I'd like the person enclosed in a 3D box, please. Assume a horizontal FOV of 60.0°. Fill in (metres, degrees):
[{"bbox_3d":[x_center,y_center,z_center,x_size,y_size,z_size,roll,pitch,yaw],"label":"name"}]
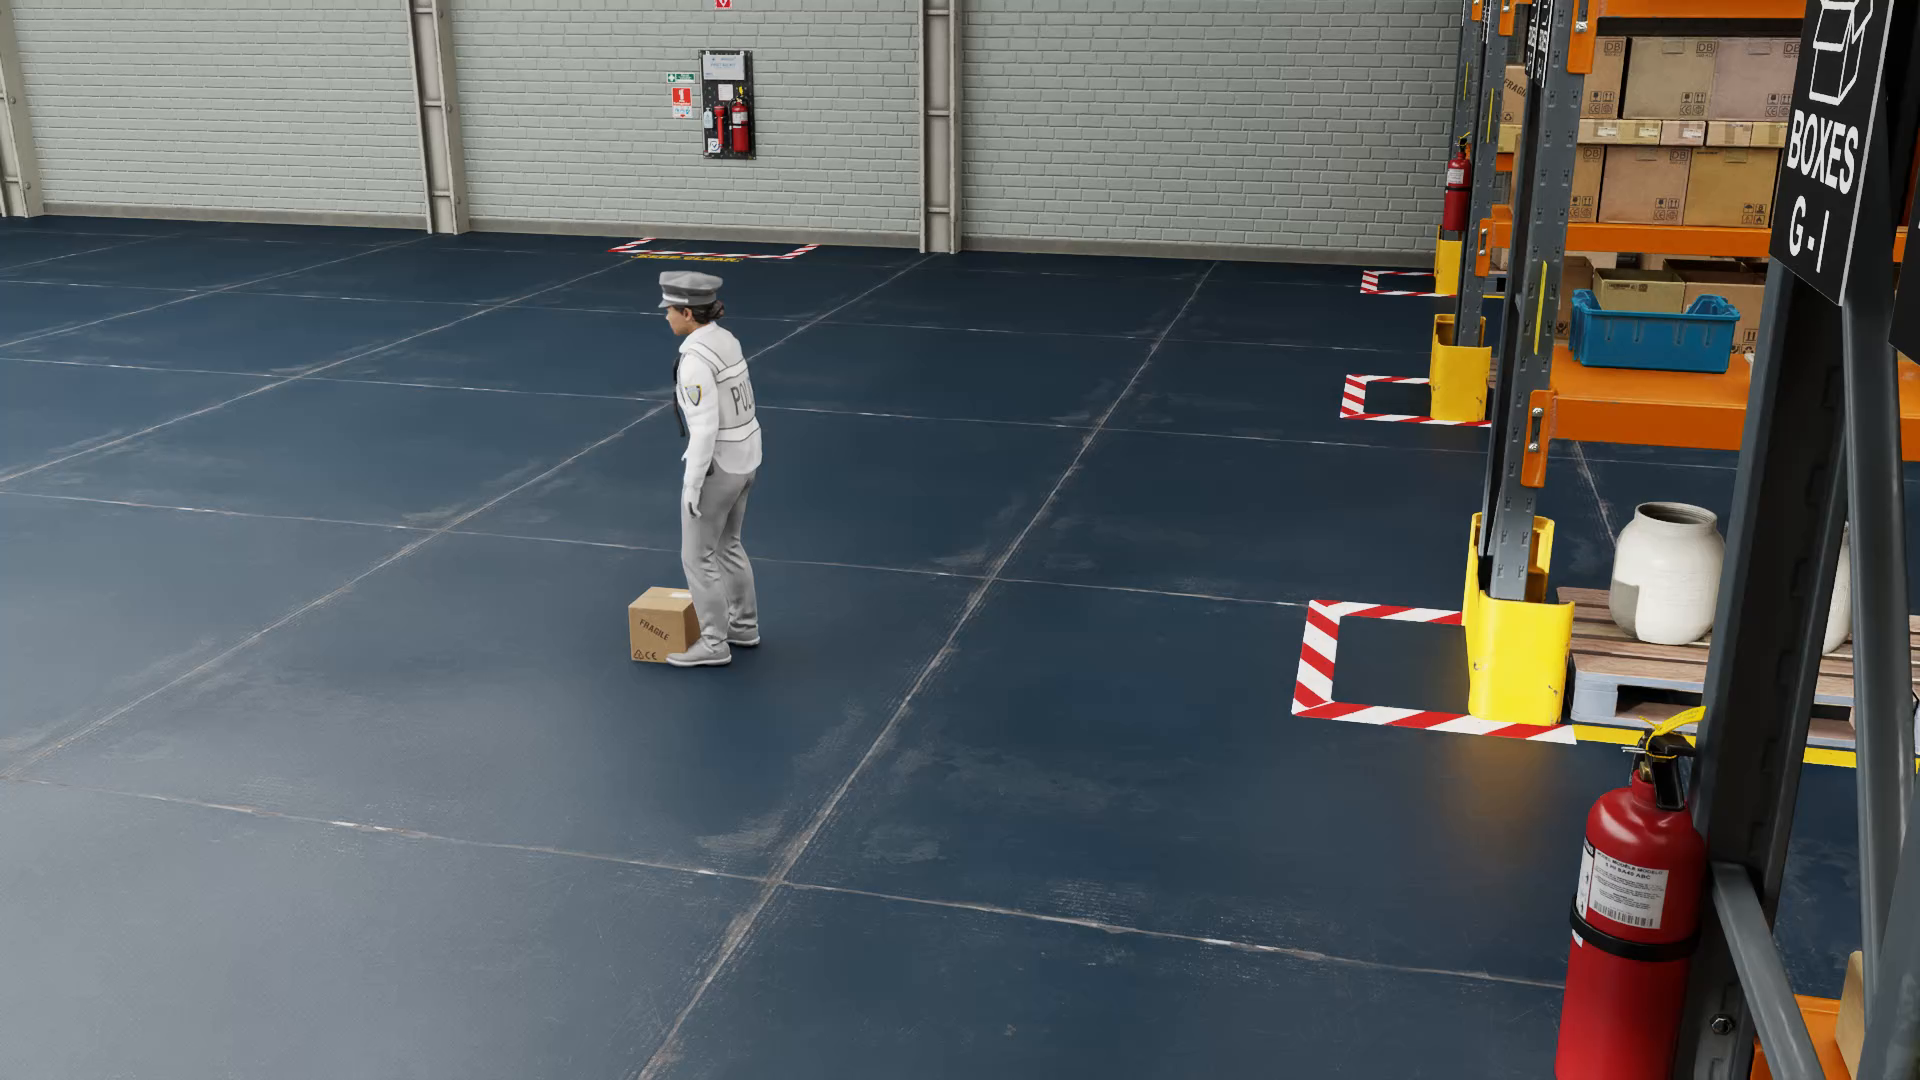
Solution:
[{"bbox_3d":[-1.042,-0.284,6.908,0.415,1.662,0.537,3,19,10],"label":"person"}]
